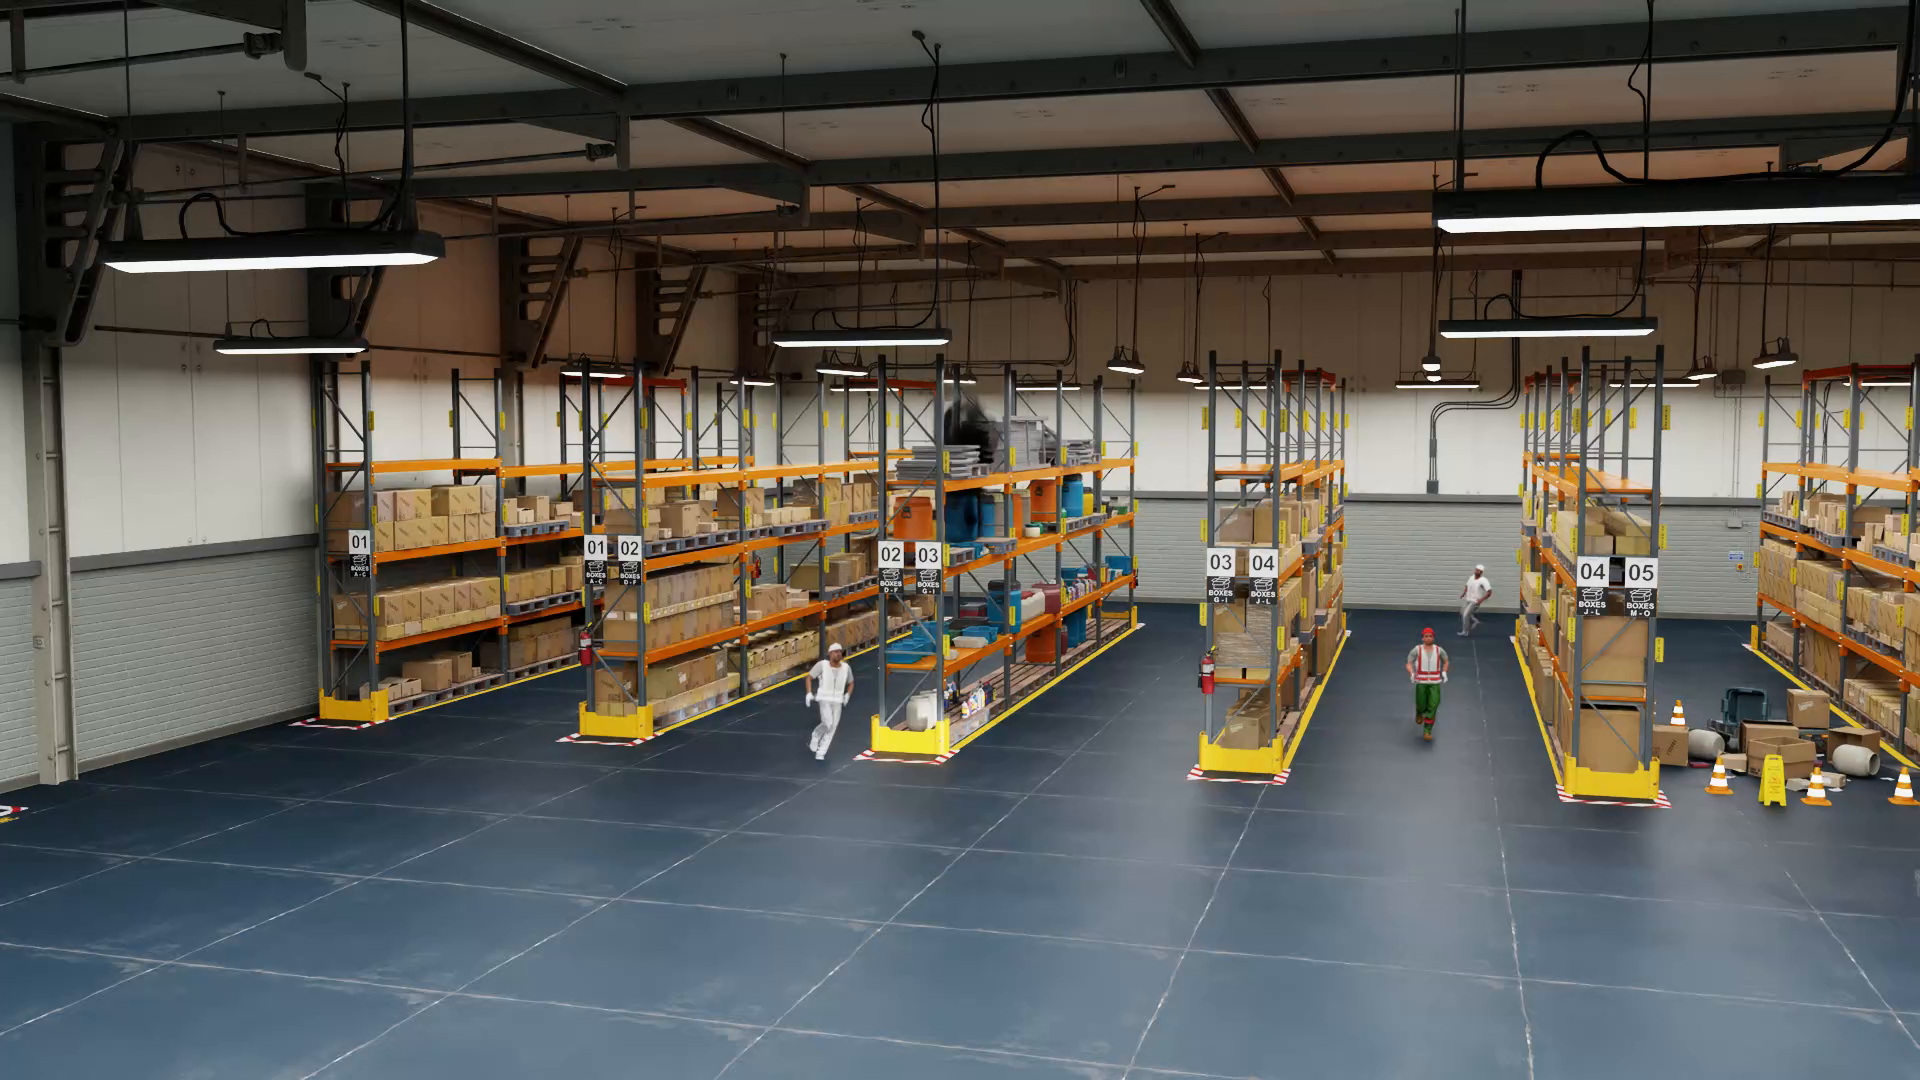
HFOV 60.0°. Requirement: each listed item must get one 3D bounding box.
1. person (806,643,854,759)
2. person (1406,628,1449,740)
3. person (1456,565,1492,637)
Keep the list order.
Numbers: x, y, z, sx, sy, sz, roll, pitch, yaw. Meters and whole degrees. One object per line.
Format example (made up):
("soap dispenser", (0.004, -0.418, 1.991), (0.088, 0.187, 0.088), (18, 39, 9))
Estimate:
("person", (-1.890, 2.391, 24.599), (0.734, 1.708, 0.555), (-2, 4, -23))
("person", (7.405, 2.258, 26.329), (0.646, 1.740, 0.759), (1, 4, 8))
("person", (11.916, 1.411, 38.547), (0.652, 1.697, 0.765), (-2, 4, -21))
